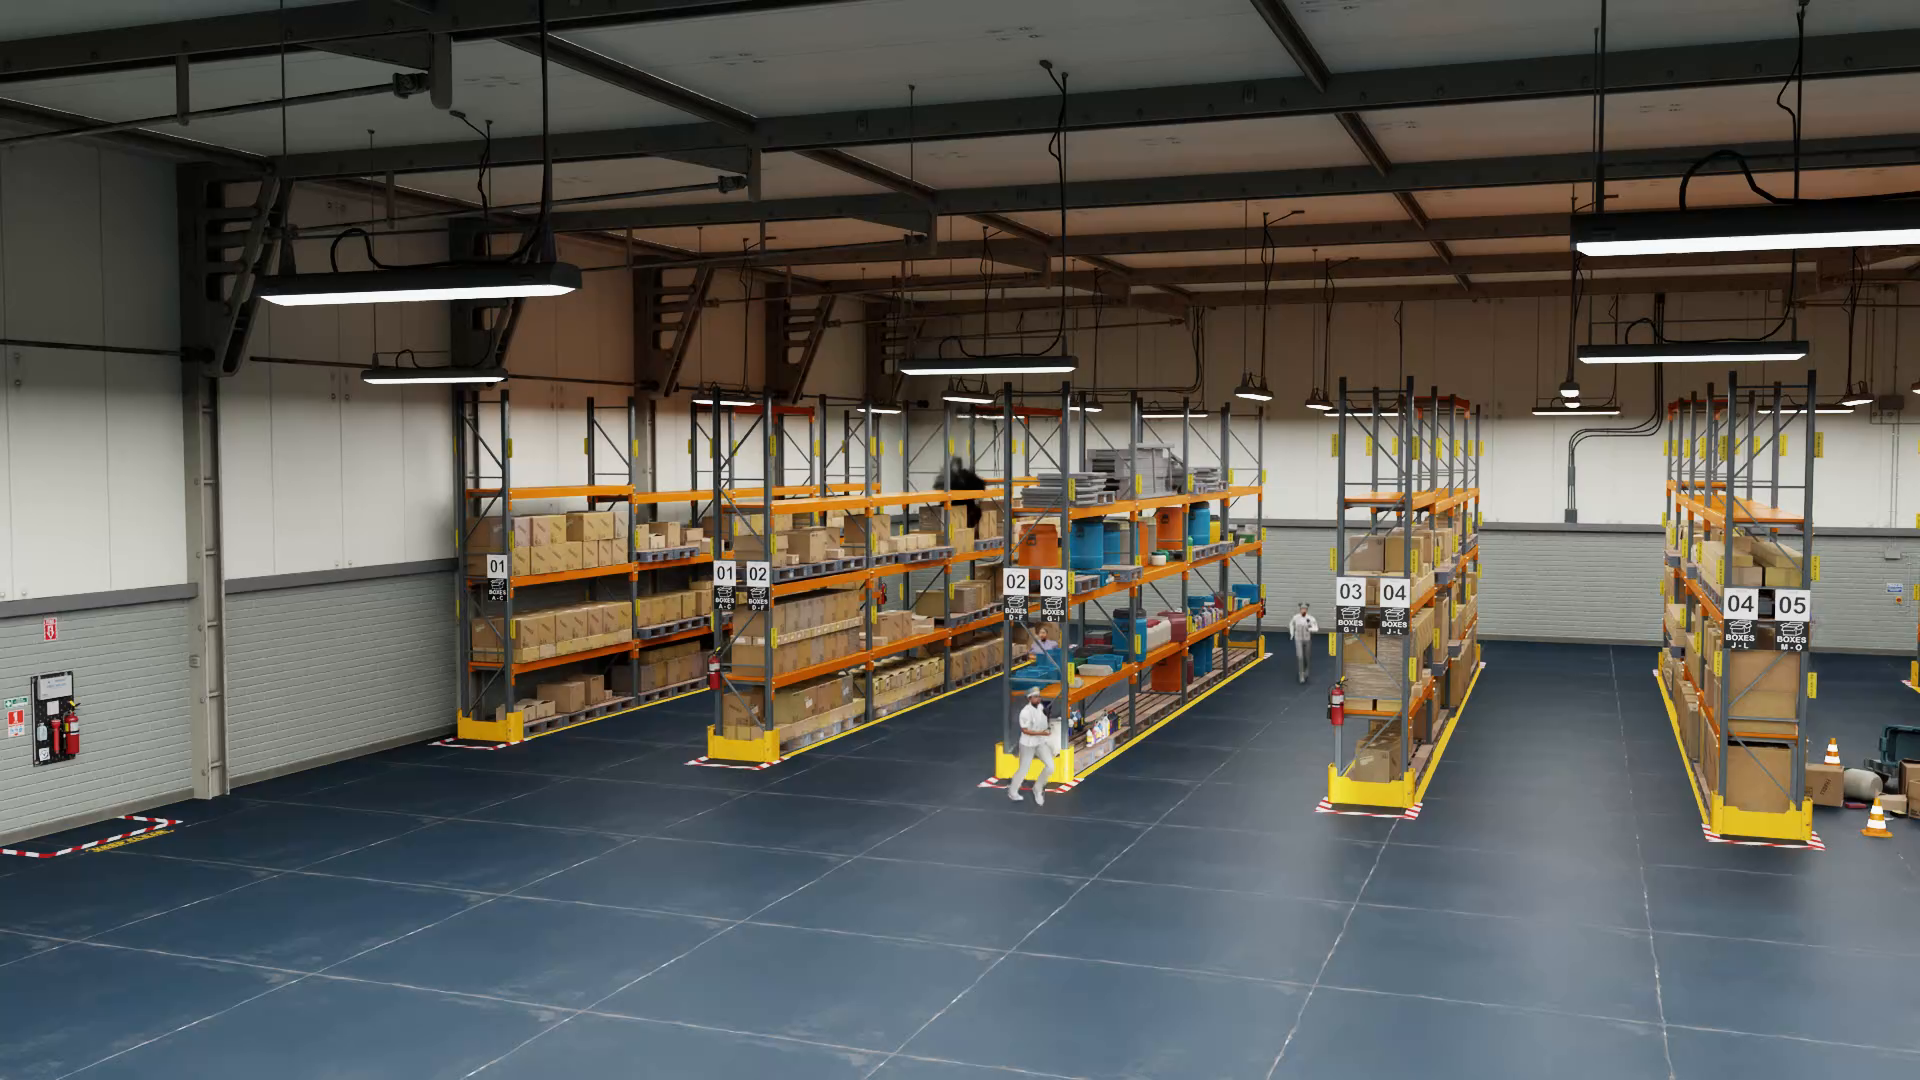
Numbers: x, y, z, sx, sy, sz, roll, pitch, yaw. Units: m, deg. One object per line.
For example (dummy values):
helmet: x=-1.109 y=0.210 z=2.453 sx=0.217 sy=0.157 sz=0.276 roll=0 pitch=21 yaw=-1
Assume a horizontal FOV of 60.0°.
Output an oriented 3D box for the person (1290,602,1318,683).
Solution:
person: x=7.374 y=2.165 z=35.672 sx=0.608 sy=1.684 sz=0.942 roll=1 pitch=3 yaw=13

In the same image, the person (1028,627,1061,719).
person: x=1.575 y=2.475 z=30.964 sx=0.576 sy=1.706 sz=0.764 roll=1 pitch=3 yaw=21

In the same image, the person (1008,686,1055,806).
person: x=1.054 y=2.871 z=23.293 sx=0.584 sy=1.685 sz=0.823 roll=-2 pitch=4 yaw=-36
